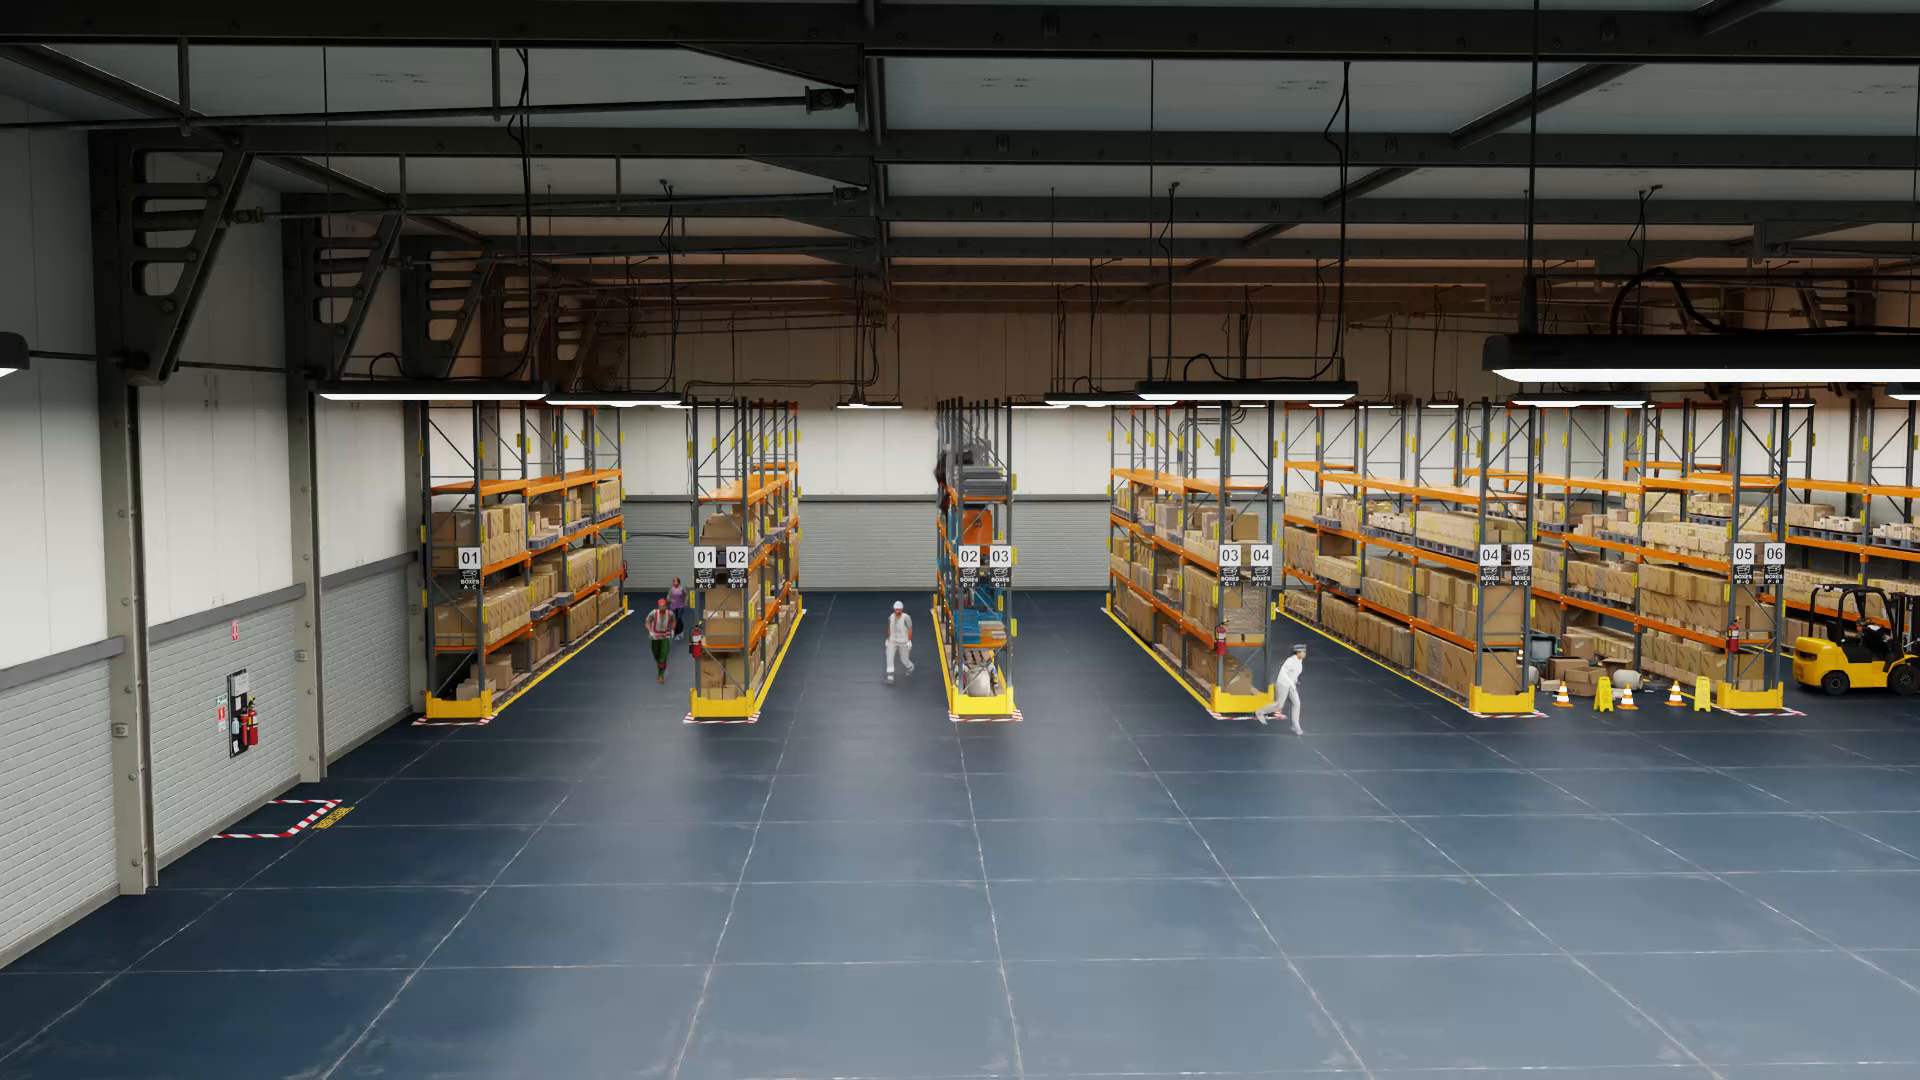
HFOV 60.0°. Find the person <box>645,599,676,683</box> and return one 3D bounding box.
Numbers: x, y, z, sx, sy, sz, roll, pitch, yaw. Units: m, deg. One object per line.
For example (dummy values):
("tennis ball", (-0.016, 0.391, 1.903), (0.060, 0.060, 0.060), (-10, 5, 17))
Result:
("person", (-6.393, 2.112, 35.571), (0.658, 1.772, 1.071), (-1, 4, -11))

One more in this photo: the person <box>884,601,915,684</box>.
("person", (-1.289, 2.140, 35.035), (0.640, 1.737, 0.936), (2, 5, 21))

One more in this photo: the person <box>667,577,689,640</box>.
("person", (-7.062, 1.712, 41.543), (0.511, 1.570, 0.636), (0, 4, 2))

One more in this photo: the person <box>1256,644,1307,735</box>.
("person", (5.748, 2.647, 29.768), (0.961, 1.630, 0.577), (3, 5, 31))
